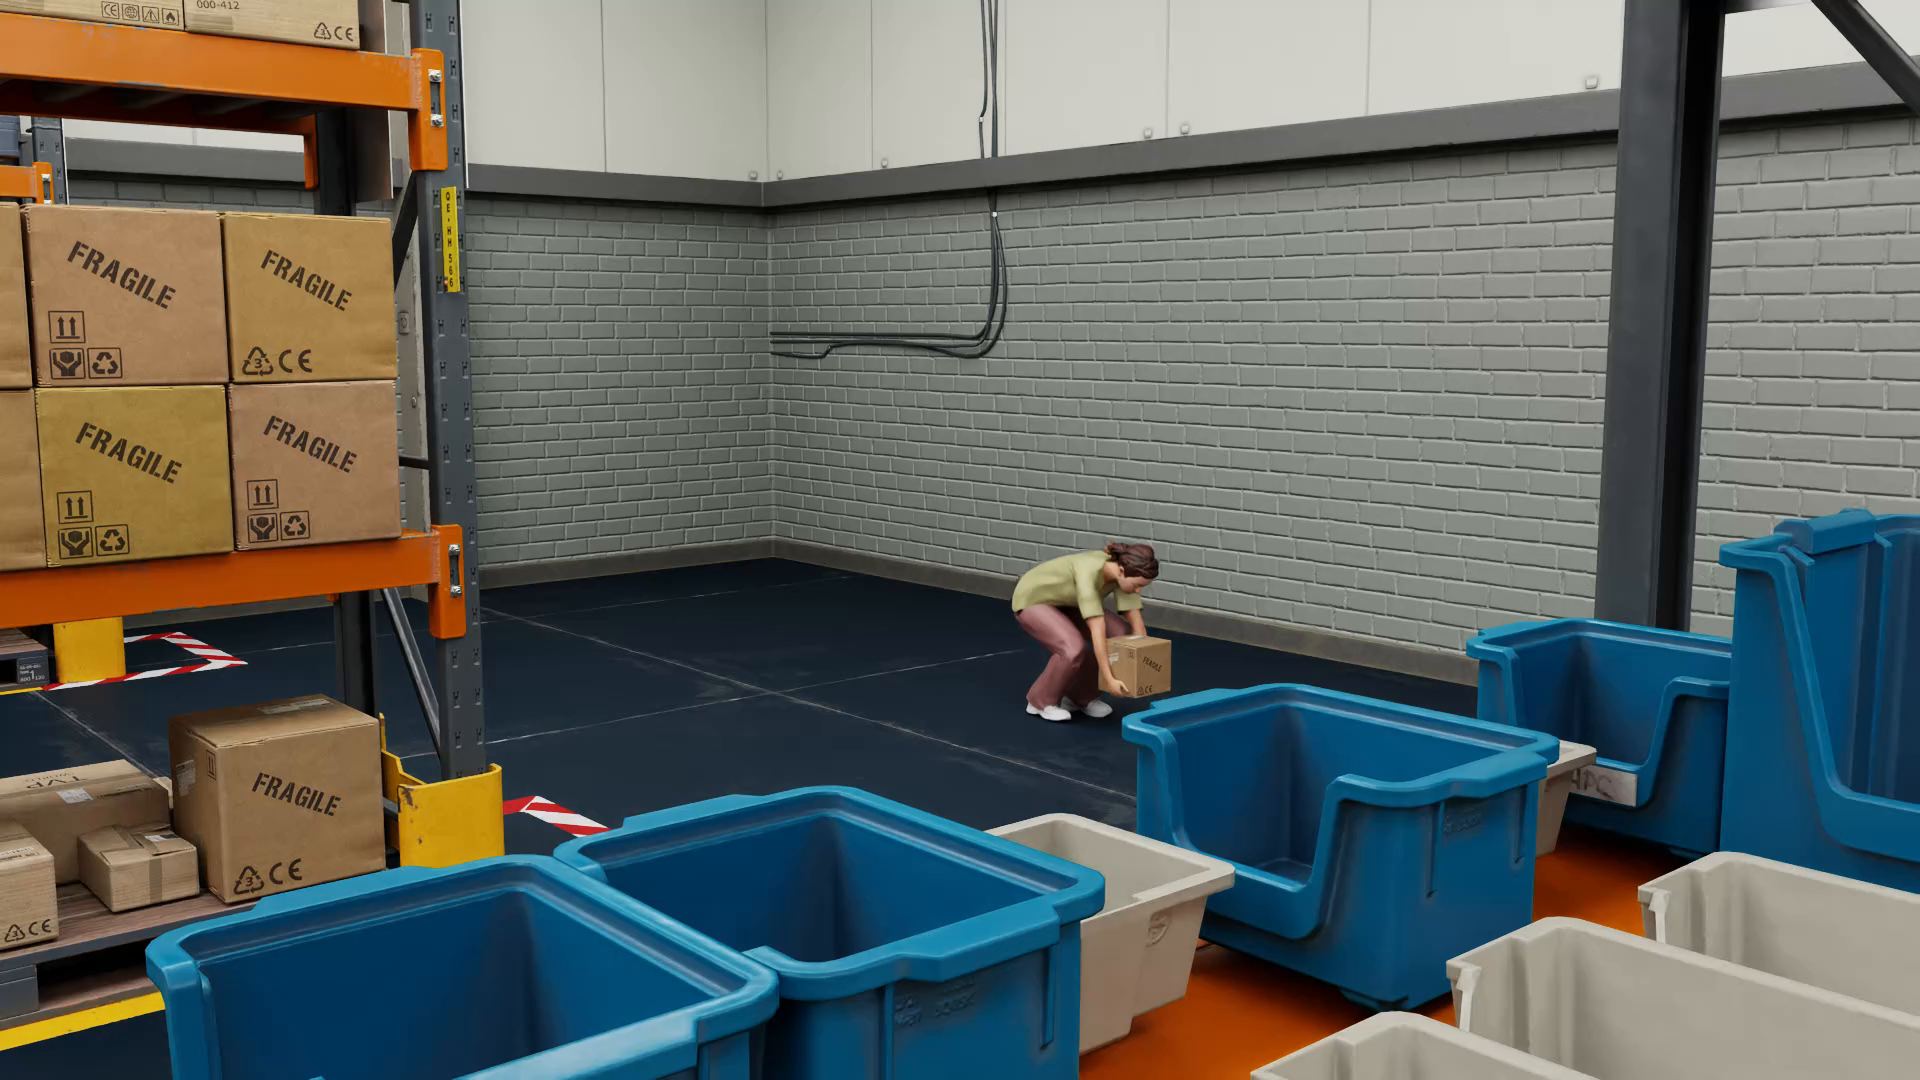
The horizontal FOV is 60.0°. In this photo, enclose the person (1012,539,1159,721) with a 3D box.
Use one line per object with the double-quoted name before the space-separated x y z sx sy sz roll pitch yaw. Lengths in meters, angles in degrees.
"person" 0.629 0.443 8.301 0.455 0.929 0.836 -7 10 -43
